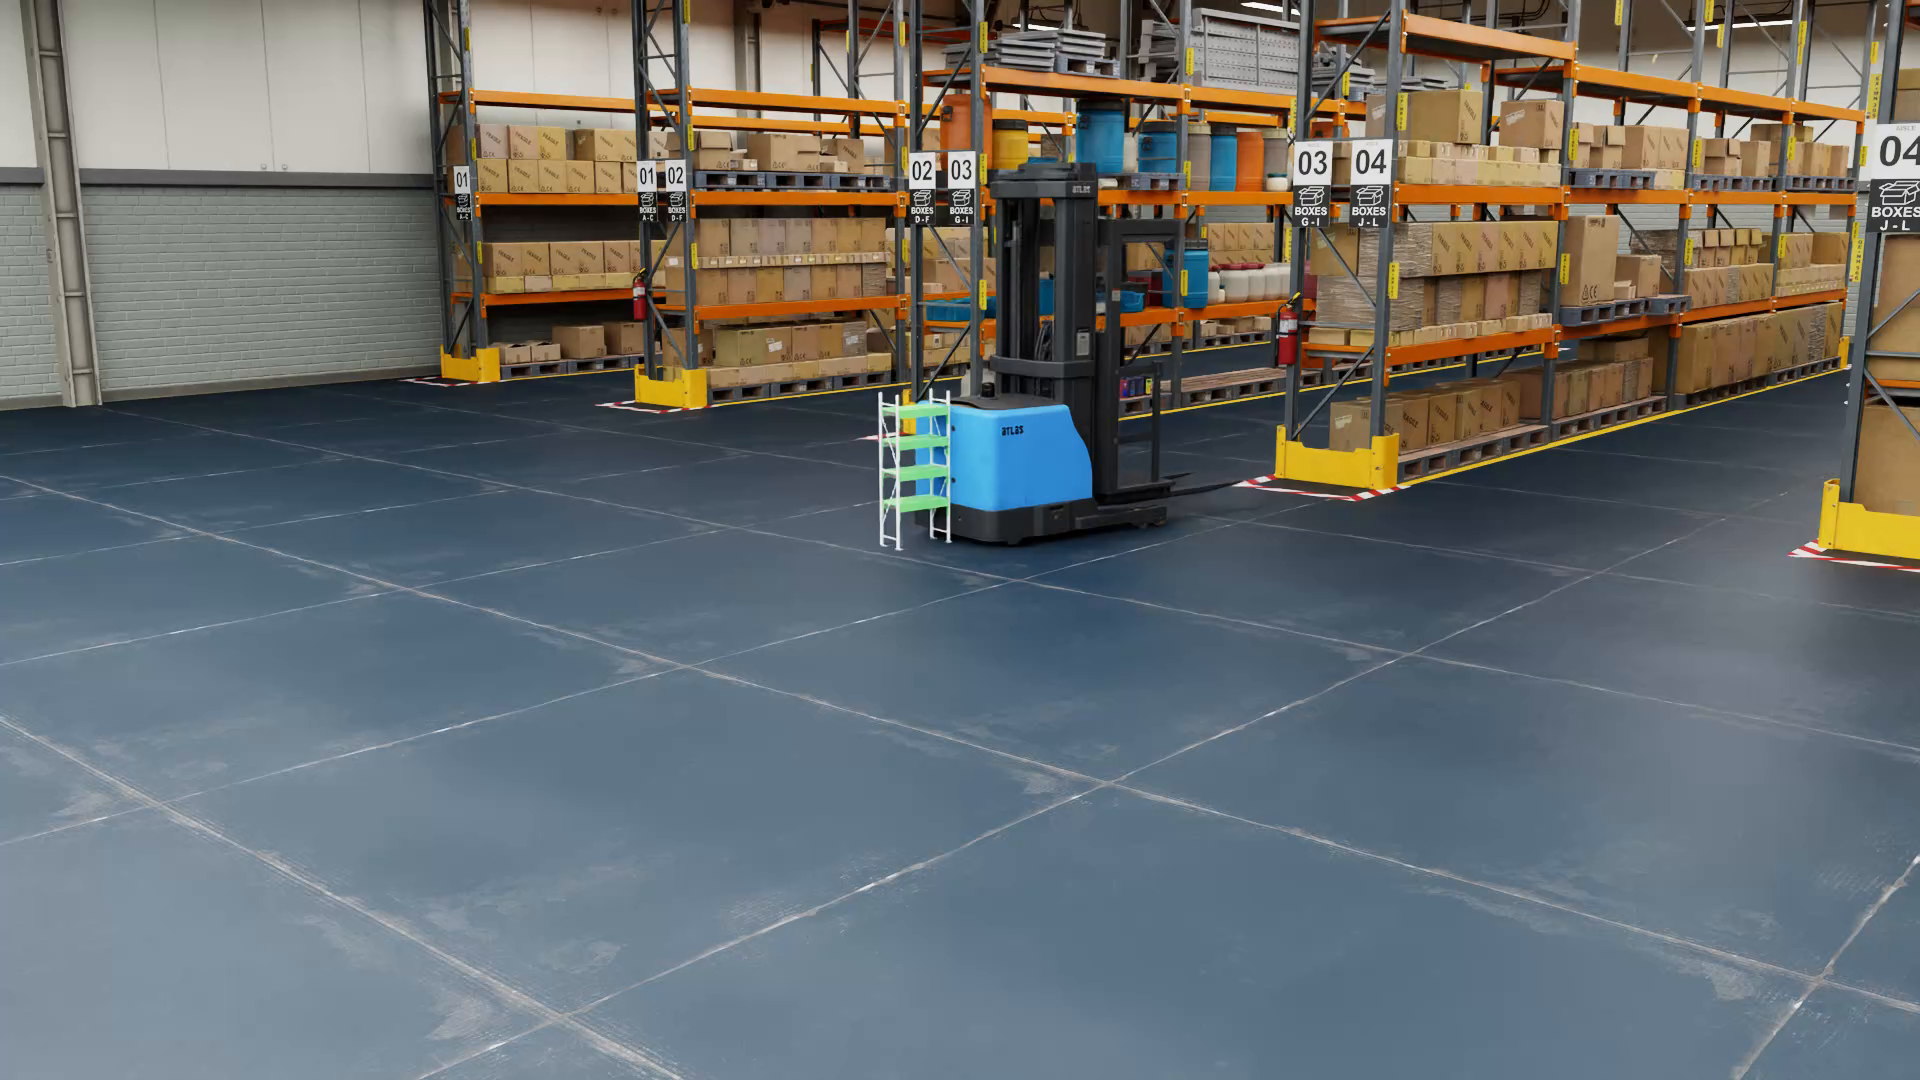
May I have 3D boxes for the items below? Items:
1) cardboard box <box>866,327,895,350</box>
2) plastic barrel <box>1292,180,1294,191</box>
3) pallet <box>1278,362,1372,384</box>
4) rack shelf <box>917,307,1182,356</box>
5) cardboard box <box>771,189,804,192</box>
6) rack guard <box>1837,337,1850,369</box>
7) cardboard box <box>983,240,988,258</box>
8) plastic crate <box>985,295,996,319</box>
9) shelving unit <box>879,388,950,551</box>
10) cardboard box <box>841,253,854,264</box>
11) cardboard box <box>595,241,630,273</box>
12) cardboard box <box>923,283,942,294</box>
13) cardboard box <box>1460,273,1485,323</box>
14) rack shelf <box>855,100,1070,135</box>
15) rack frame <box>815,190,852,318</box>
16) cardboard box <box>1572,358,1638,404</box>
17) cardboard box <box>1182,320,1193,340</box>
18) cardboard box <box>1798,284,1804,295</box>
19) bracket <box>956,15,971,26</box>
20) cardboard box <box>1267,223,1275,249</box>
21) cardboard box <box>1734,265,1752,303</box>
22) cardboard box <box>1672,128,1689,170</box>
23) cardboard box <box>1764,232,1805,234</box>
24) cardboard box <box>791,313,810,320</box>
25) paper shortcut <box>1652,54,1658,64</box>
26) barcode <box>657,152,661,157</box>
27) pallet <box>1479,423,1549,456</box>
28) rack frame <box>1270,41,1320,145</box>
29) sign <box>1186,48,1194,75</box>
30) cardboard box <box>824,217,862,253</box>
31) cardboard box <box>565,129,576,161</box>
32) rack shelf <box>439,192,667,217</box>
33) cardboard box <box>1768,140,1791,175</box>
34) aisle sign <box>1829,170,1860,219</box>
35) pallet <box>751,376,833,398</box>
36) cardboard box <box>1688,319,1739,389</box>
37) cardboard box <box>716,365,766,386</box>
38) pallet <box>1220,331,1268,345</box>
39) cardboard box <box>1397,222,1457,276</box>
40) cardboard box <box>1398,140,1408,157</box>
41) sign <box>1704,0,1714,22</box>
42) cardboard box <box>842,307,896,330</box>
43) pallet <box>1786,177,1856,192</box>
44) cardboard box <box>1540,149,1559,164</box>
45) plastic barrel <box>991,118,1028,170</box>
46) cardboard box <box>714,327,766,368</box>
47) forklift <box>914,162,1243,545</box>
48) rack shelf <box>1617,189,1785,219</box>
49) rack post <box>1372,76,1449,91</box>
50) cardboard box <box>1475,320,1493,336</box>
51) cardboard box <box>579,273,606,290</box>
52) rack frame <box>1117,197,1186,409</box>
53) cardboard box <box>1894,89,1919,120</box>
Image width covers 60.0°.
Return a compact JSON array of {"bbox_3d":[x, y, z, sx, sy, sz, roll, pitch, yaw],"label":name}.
[{"bbox_3d":[-1.181,-3.124,25.711,0.500,0.311,0.500,10,15,40],"label":"cardboard box"},{"bbox_3d":[5.001,-5.194,24.297,0.294,0.245,0.294,0,11,0],"label":"plastic barrel"},{"bbox_3d":[5.615,-2.596,25.672,1.003,0.211,1.213,10,15,40],"label":"pallet"},{"bbox_3d":[1.165,-2.607,20.442,1.077,0.370,4.000,10,15,40],"label":"rack shelf"},{"bbox_3d":[-3.242,-6.476,30.003,0.637,0.503,0.797,-10,15,-40],"label":"cardboard box"},{"bbox_3d":[14.143,-3.157,27.740,1.175,0.500,0.348,10,15,40],"label":"rack guard"},{"bbox_3d":[0.209,-5.816,33.606,0.500,0.500,0.500,9,15,39],"label":"cardboard box"},{"bbox_3d":[0.383,-2.800,19.949,0.499,0.251,0.408,10,15,40],"label":"plastic crate"},{"bbox_3d":[-0.349,-0.554,12.922,0.503,1.200,0.258,-9,14,-37],"label":"shelving unit"},{"bbox_3d":[-1.760,-4.081,24.072,0.380,0.149,0.250,10,15,40],"label":"cardboard box"},{"bbox_3d":[-5.702,-4.582,26.913,0.500,0.500,0.500,9,15,39],"label":"cardboard box"},{"bbox_3d":[-0.495,-3.876,25.599,0.380,0.149,0.250,10,15,40],"label":"cardboard box"},{"bbox_3d":[4.890,-2.526,17.187,0.875,0.500,0.500,10,15,40],"label":"cardboard box"},{"bbox_3d":[0.087,-6.582,26.049,1.077,0.370,4.000,10,15,40],"label":"rack shelf"},{"bbox_3d":[-2.316,-5.123,31.204,1.000,3.000,0.127,10,15,40],"label":"rack frame"},{"bbox_3d":[8.062,-2.008,20.863,0.700,0.500,0.500,8,14,36],"label":"cardboard box"},{"bbox_3d":[3.937,-3.952,30.599,0.500,0.500,0.500,10,15,40],"label":"cardboard box"},{"bbox_3d":[12.620,-3.822,25.330,0.380,0.149,0.250,9,15,40],"label":"cardboard box"},{"bbox_3d":[0.129,-10.527,33.750,0.235,0.232,0.430,10,15,40],"label":"bracket"},{"bbox_3d":[5.929,-5.947,32.522,0.500,0.500,0.500,10,15,42],"label":"cardboard box"},{"bbox_3d":[10.712,-3.586,23.251,0.500,0.500,0.500,10,15,40],"label":"cardboard box"},{"bbox_3d":[8.719,-4.865,20.719,0.500,0.500,0.500,10,15,42],"label":"cardboard box"},{"bbox_3d":[13.277,-4.710,26.843,0.500,0.500,0.500,9,15,39],"label":"cardboard box"},{"bbox_3d":[-3.180,-3.940,30.537,0.700,0.500,0.500,10,15,40],"label":"cardboard box"},{"bbox_3d":[9.323,-6.474,22.296,0.009,0.170,0.078,23,-8,37],"label":"paper shortcut"},{"bbox_3d":[-4.037,-5.169,22.291,0.001,0.075,0.075,10,15,40],"label":"barcode"},{"bbox_3d":[5.789,-1.143,18.394,1.003,0.211,1.213,10,15,40],"label":"pallet"},{"bbox_3d":[6.688,-8.602,33.305,1.000,3.000,0.127,10,15,40],"label":"rack frame"},{"bbox_3d":[2.891,-6.021,20.913,0.100,0.325,0.005,10,15,40],"label":"sign"},{"bbox_3d":[-1.854,-4.440,24.213,0.700,0.500,0.500,10,15,40],"label":"cardboard box"},{"bbox_3d":[-6.477,-6.288,26.518,0.500,0.500,0.500,10,15,40],"label":"cardboard box"},{"bbox_3d":[-6.277,-5.359,26.561,1.077,0.370,4.000,10,15,40],"label":"rack shelf"},{"bbox_3d":[11.958,-5.688,24.792,0.700,0.500,0.500,9,14,37],"label":"cardboard box"},{"bbox_3d":[14.400,-5.626,27.082,0.394,0.787,0.004,10,15,40],"label":"aisle sign"},{"bbox_3d":[-2.595,-2.236,23.865,1.003,0.211,1.213,10,15,40],"label":"pallet"},{"bbox_3d":[9.912,-2.595,22.898,1.225,0.875,0.875,10,15,41],"label":"cardboard box"},{"bbox_3d":[-3.025,-2.288,22.957,0.500,0.250,0.500,10,15,40],"label":"cardboard box"},{"bbox_3d":[5.307,-3.986,32.628,1.003,0.211,1.213,10,15,40],"label":"pallet"},{"bbox_3d":[4.468,-2.829,16.147,0.500,0.500,0.500,10,15,40],"label":"cardboard box"},{"bbox_3d":[3.921,-3.629,15.427,0.380,0.149,0.250,10,15,40],"label":"cardboard box"},{"bbox_3d":[9.260,-6.572,20.554,0.100,0.325,0.005,10,15,40],"label":"sign"},{"bbox_3d":[-1.732,-4.366,31.830,0.750,0.750,0.750,10,15,40],"label":"cardboard box"},{"bbox_3d":[13.645,-5.696,26.639,1.003,0.211,1.213,10,15,40],"label":"pallet"},{"bbox_3d":[6.208,-4.121,17.894,0.380,0.149,0.250,10,15,42],"label":"cardboard box"},{"bbox_3d":[0.502,-4.619,19.467,0.600,0.588,0.600,0,11,0],"label":"plastic barrel"},{"bbox_3d":[-3.024,-2.656,22.882,0.500,0.500,0.500,10,15,40],"label":"cardboard box"},{"bbox_3d":[1.100,-1.606,13.769,3.031,2.935,1.130,-9,14,-37],"label":"forklift"},{"bbox_3d":[10.166,-4.614,22.835,1.077,0.370,4.000,10,15,40],"label":"rack shelf"},{"bbox_3d":[7.187,-7.216,26.557,0.937,0.300,0.954,9,15,39],"label":"rack post"},{"bbox_3d":[5.283,-2.202,17.219,0.380,0.149,0.250,10,15,40],"label":"cardboard box"},{"bbox_3d":[-6.028,-4.140,26.612,0.500,0.250,0.500,10,15,41],"label":"cardboard box"},{"bbox_3d":[2.485,-3.254,21.844,1.000,3.000,0.127,10,15,40],"label":"rack frame"},{"bbox_3d":[7.338,-3.275,12.589,0.500,0.250,0.500,10,15,41],"label":"cardboard box"}]
